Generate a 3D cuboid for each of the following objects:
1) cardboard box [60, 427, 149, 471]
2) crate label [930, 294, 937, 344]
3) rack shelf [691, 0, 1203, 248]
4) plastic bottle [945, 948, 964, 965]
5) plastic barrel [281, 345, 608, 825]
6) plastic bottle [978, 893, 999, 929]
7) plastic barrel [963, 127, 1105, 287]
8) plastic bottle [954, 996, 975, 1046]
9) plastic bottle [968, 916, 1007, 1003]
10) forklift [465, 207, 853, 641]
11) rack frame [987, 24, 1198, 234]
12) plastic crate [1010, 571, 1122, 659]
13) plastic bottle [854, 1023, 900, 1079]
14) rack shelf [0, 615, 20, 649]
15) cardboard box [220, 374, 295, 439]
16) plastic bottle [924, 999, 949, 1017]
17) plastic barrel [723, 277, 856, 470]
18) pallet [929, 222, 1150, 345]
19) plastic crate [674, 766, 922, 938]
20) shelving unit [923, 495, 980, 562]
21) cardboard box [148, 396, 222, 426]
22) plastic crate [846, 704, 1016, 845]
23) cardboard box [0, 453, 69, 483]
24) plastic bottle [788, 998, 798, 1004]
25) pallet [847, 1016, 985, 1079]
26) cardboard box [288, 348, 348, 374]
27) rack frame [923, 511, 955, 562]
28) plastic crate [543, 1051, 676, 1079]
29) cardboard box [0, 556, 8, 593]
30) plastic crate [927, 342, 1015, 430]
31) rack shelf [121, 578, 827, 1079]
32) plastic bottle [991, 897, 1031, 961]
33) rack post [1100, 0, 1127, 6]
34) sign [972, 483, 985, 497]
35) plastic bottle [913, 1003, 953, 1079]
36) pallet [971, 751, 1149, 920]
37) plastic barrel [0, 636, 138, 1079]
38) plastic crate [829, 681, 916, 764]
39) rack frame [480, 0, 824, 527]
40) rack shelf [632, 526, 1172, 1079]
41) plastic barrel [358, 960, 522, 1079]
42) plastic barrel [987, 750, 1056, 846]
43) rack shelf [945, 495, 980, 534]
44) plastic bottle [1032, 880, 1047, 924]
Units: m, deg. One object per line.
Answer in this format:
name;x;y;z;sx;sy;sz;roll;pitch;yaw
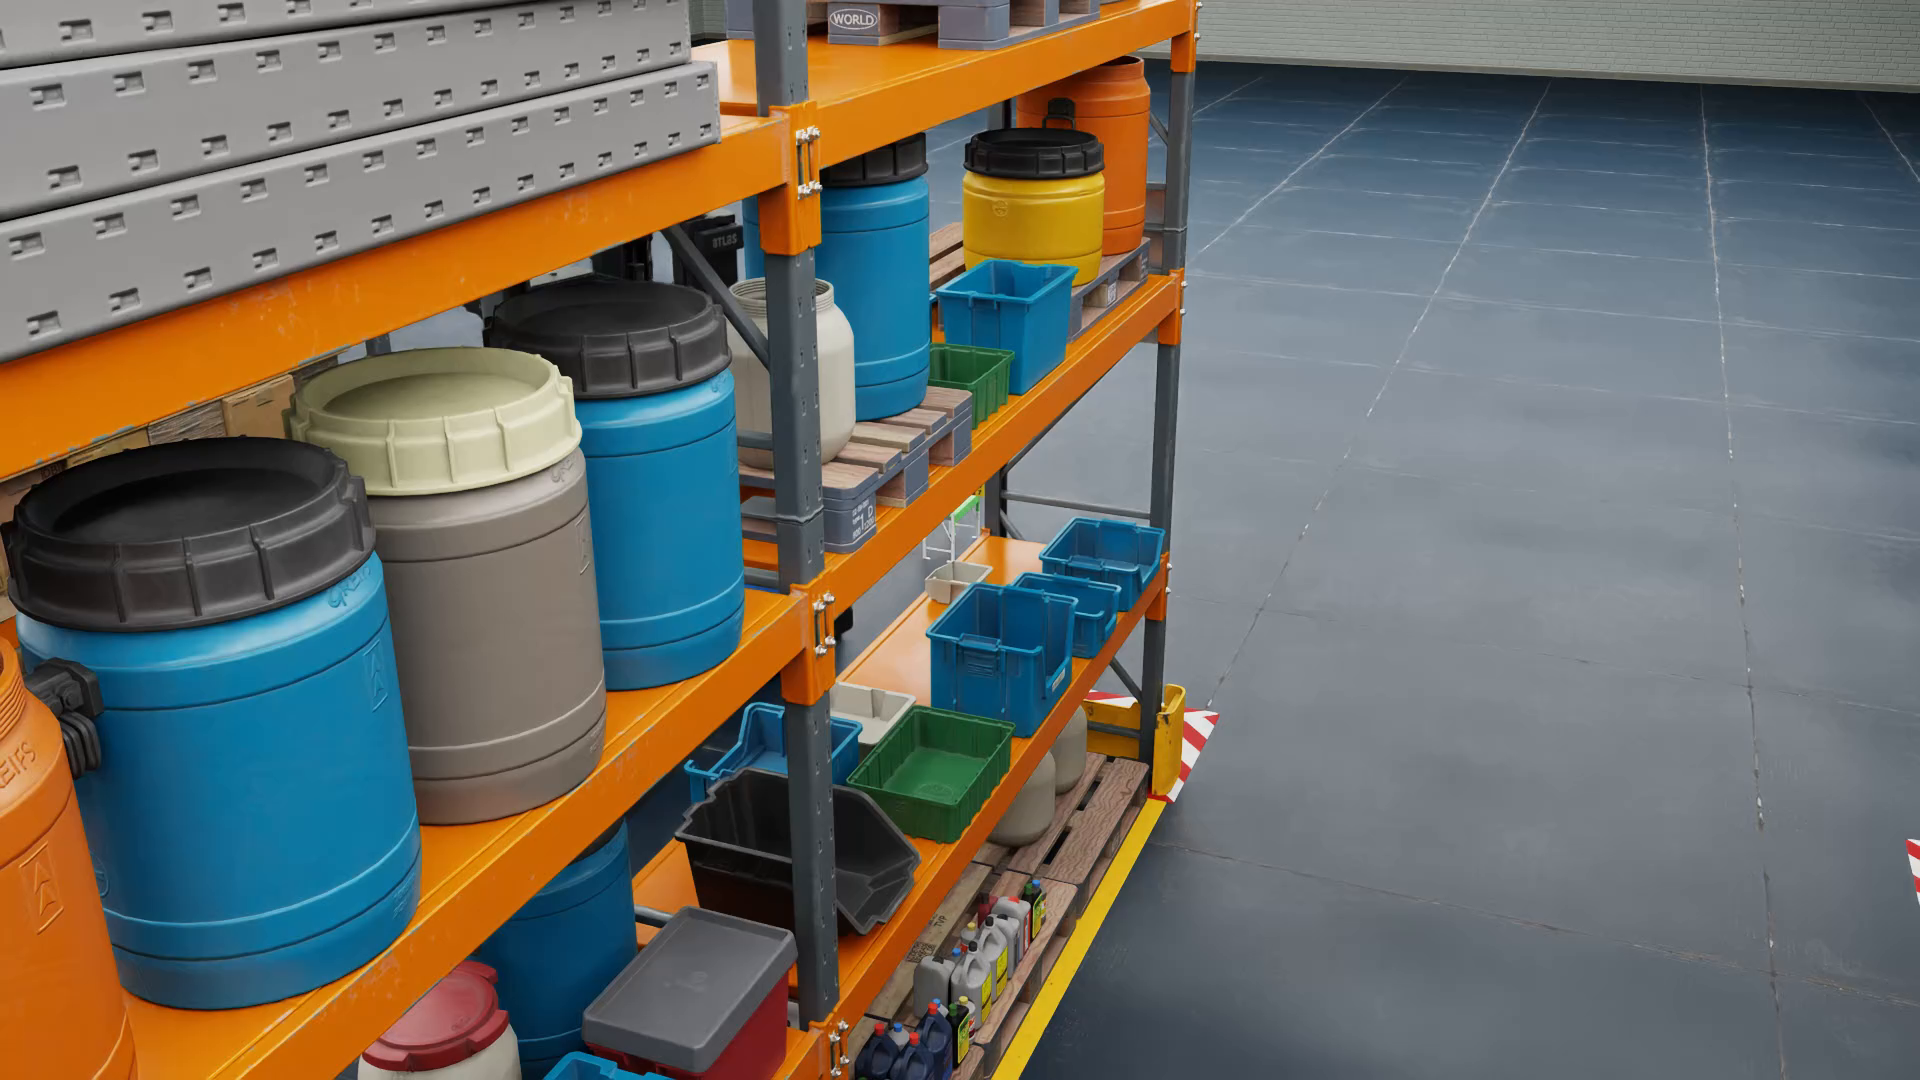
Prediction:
cardboard box;-4.708;-0.332;8.637;0.875;0.500;0.500;9;24;20
crate label;-0.385;-0.871;6.745;0.502;0.251;0.408;9;24;20
rack shelf;-0.125;-1.714;6.131;1.077;0.370;4.000;9;24;20
plastic bottle;-0.014;1.824;7.051;0.097;0.201;0.097;0;23;0
plastic barrel;-1.099;0.085;3.613;0.600;0.901;0.600;0;23;0
plastic bottle;0.124;1.663;7.329;0.061;0.283;0.133;9;24;20
plastic barrel;0.312;-1.417;7.069;0.600;0.588;0.600;0;23;0
plastic bottle;0.014;1.947;6.758;0.097;0.201;0.097;0;23;0
plastic bottle;0.114;1.757;7.018;0.144;0.351;0.185;10;25;22
forklift;-2.003;-0.413;9.436;1.130;2.935;3.031;17;28;35
rack frame;0.617;-2.946;7.628;1.000;3.000;0.127;9;24;20
plastic crate;0.463;0.344;7.728;0.499;0.251;0.408;9;24;20
plastic bottle;-0.317;2.022;6.382;0.144;0.351;0.185;9;24;20
rack shelf;-4.724;0.160;8.908;1.077;0.370;4.000;9;24;20
cardboard box;-4.285;-0.682;9.474;0.875;0.500;0.500;9;24;20
plastic bottle;-0.093;1.954;6.649;0.097;0.271;0.097;0;23;0
plastic barrel;-0.526;-0.502;4.979;0.421;0.512;0.421;0;23;0
pallet;0.219;-1.193;7.568;1.003;0.211;1.213;9;24;20
plastic crate;-0.556;1.113;5.775;0.767;0.338;0.504;9;24;20
shelving unit;-0.061;-0.494;11.877;0.258;1.200;0.503;9;24;20
cardboard box;-4.324;-0.941;8.799;0.500;0.500;0.500;9;24;20
plastic crate;-0.102;0.906;6.465;0.450;0.188;0.662;9;24;20
cardboard box;-4.693;-0.583;7.942;0.500;0.500;0.500;9;24;20
plastic bottle;-0.705;1.817;6.875;0.144;0.351;0.185;9;24;20
pallet;-0.580;2.306;6.456;1.003;0.211;1.213;9;24;20
cardboard box;-3.956;-1.300;9.657;0.500;0.500;0.500;9;24;20
rack frame;-0.152;-0.407;11.668;0.240;1.200;0.015;9;24;20
plastic crate;-0.989;1.700;4.309;0.392;0.384;0.575;9;24;20
cardboard box;-5.024;0.035;7.759;0.875;0.500;0.500;9;24;20
plastic crate;-0.029;-0.559;6.079;0.336;0.188;0.450;9;24;20
rack shelf;-1.611;0.917;3.205;1.077;0.370;4.000;9;24;20
plastic bottle;0.223;1.682;7.295;0.152;0.276;0.135;9;24;20
rack post;0.219;-2.463;7.121;0.937;0.300;0.954;12;25;26
sign;0.108;-0.386;8.924;0.100;0.325;0.005;9;24;20
plastic bottle;-0.113;1.976;6.495;0.144;0.351;0.185;8;24;18
pallet;0.326;1.432;8.547;1.003;0.211;1.213;9;24;20
plastic barrel;-1.605;0.606;2.460;0.600;0.830;0.708;9;24;20
plastic crate;-0.500;0.758;6.887;0.530;0.136;0.437;9;24;20
rack frame;-0.868;-1.515;4.202;1.000;3.000;0.127;9;24;20
rack shelf;-0.125;0.870;7.210;1.077;0.370;4.000;9;24;20
plastic barrel;-1.427;1.502;4.587;0.433;0.535;0.433;0;23;0
plastic barrel;0.258;1.202;8.164;0.421;0.512;0.421;0;23;0
rack shelf;-0.061;-0.214;11.994;0.258;0.148;0.480;9;24;20
plastic bottle;0.342;1.630;7.516;0.097;0.201;0.097;0;23;0
